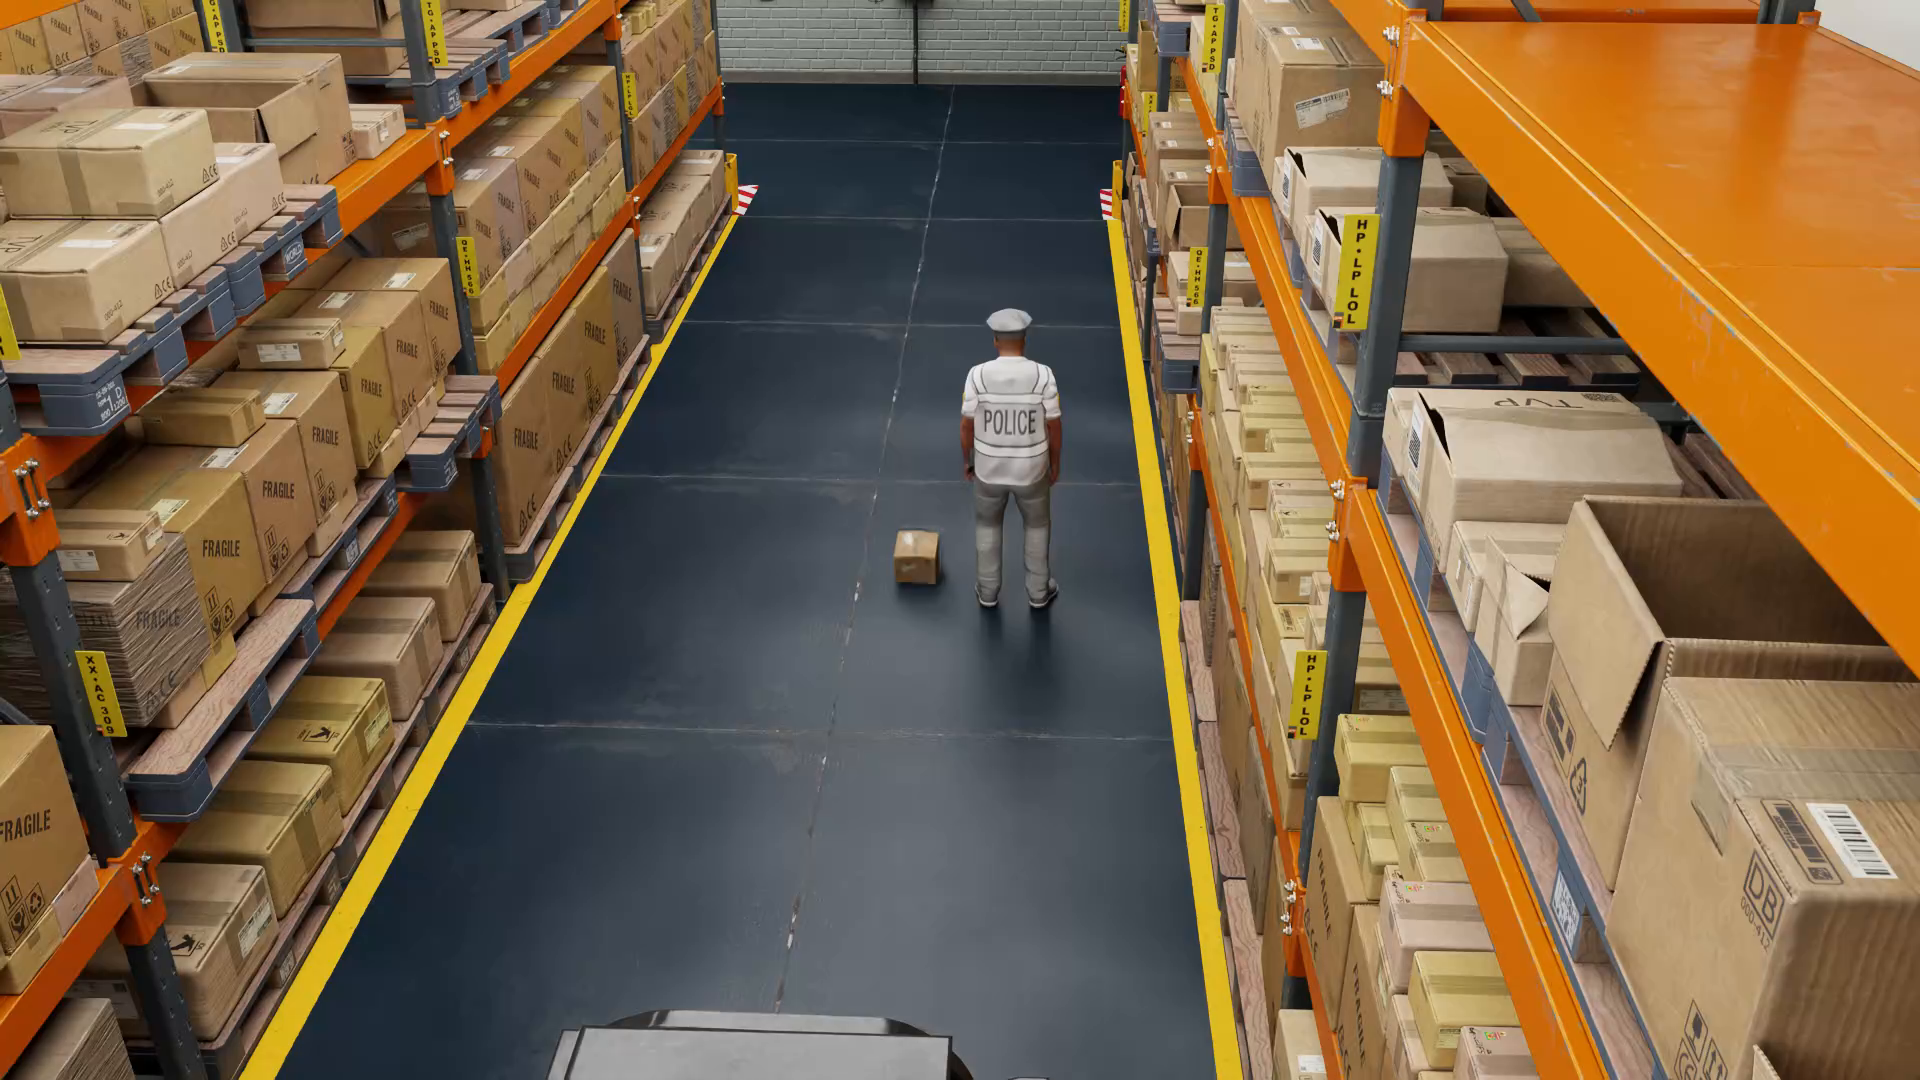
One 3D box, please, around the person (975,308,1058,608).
[{"bbox_3d":[0.333,-0.442,9.451,0.495,1.748,0.324,2,28,4],"label":"person"}]
